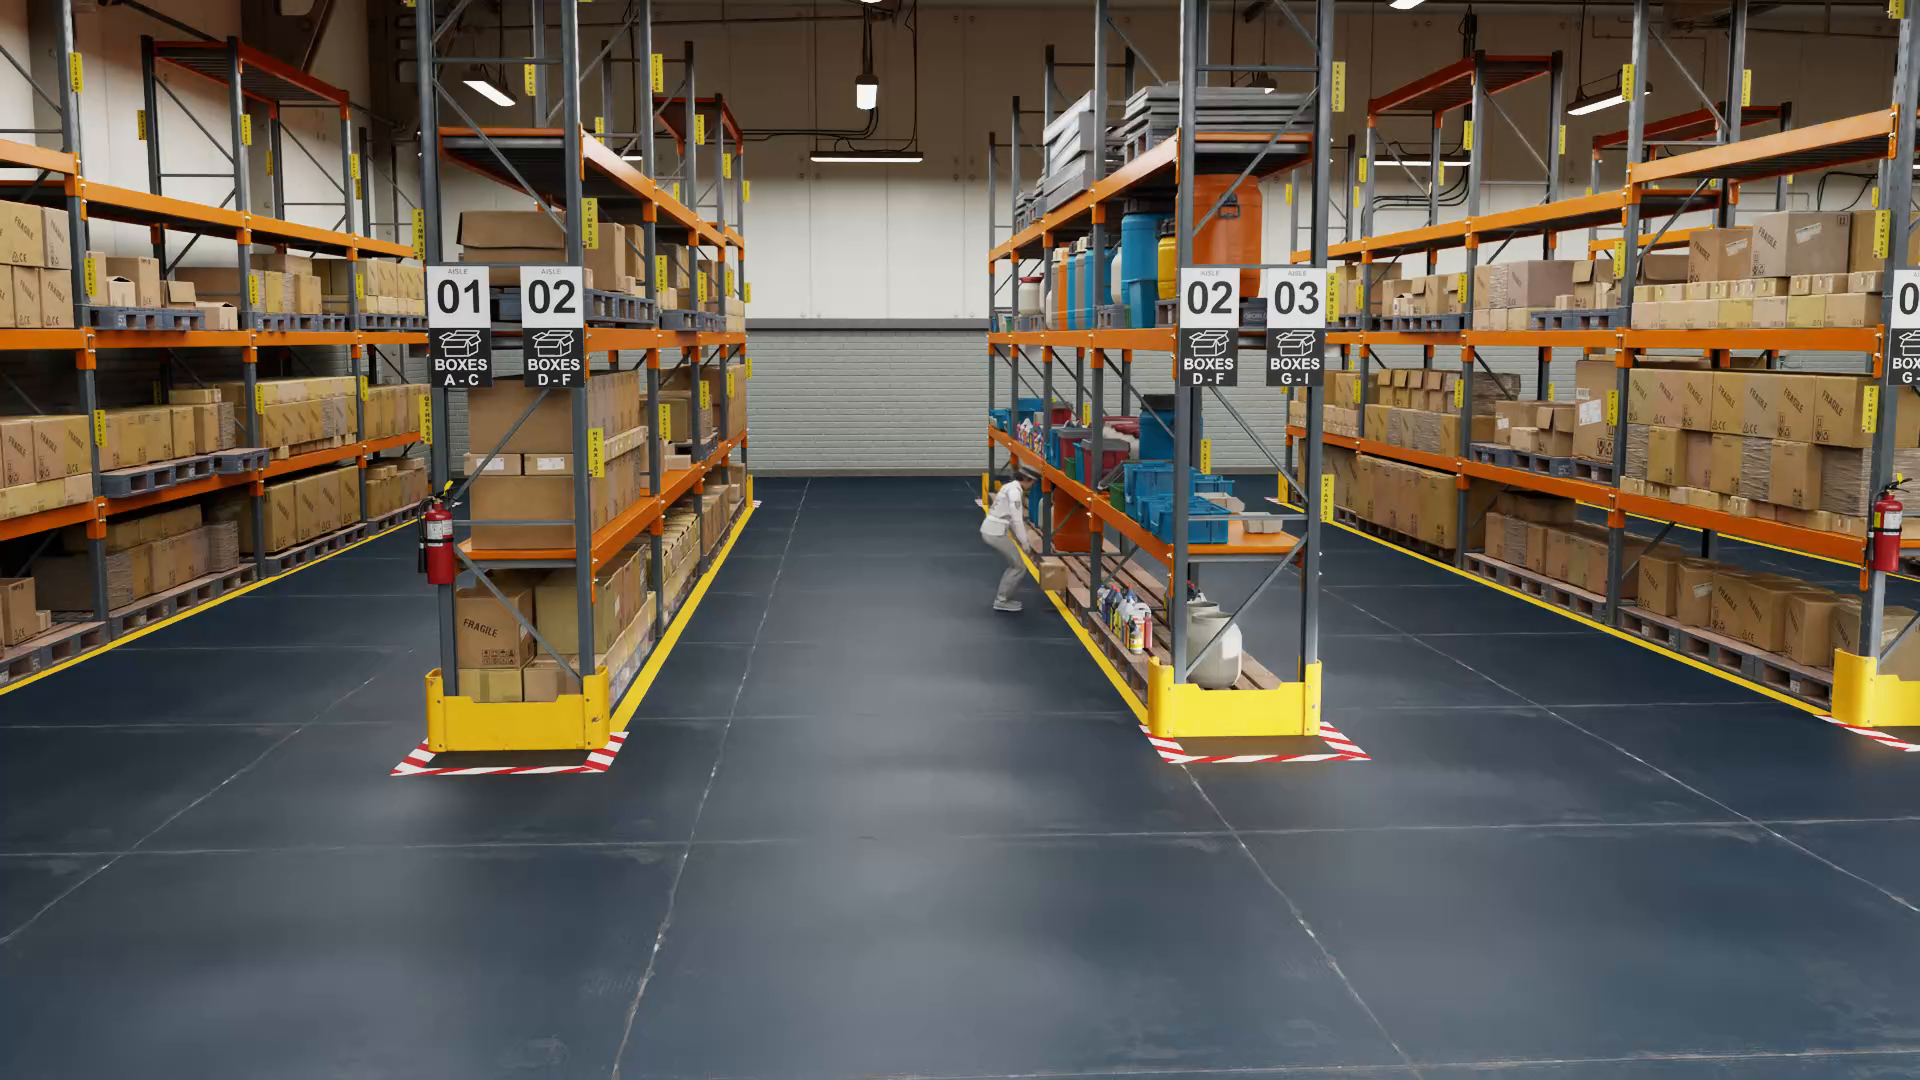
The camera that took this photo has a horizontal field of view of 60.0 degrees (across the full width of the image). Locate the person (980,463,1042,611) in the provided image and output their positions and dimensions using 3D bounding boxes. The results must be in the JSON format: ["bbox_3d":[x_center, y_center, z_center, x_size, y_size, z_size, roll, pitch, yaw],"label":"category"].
[{"bbox_3d":[0.518,-0.034,16.841,0.633,1.479,0.532,0,7,-3],"label":"person"}]
